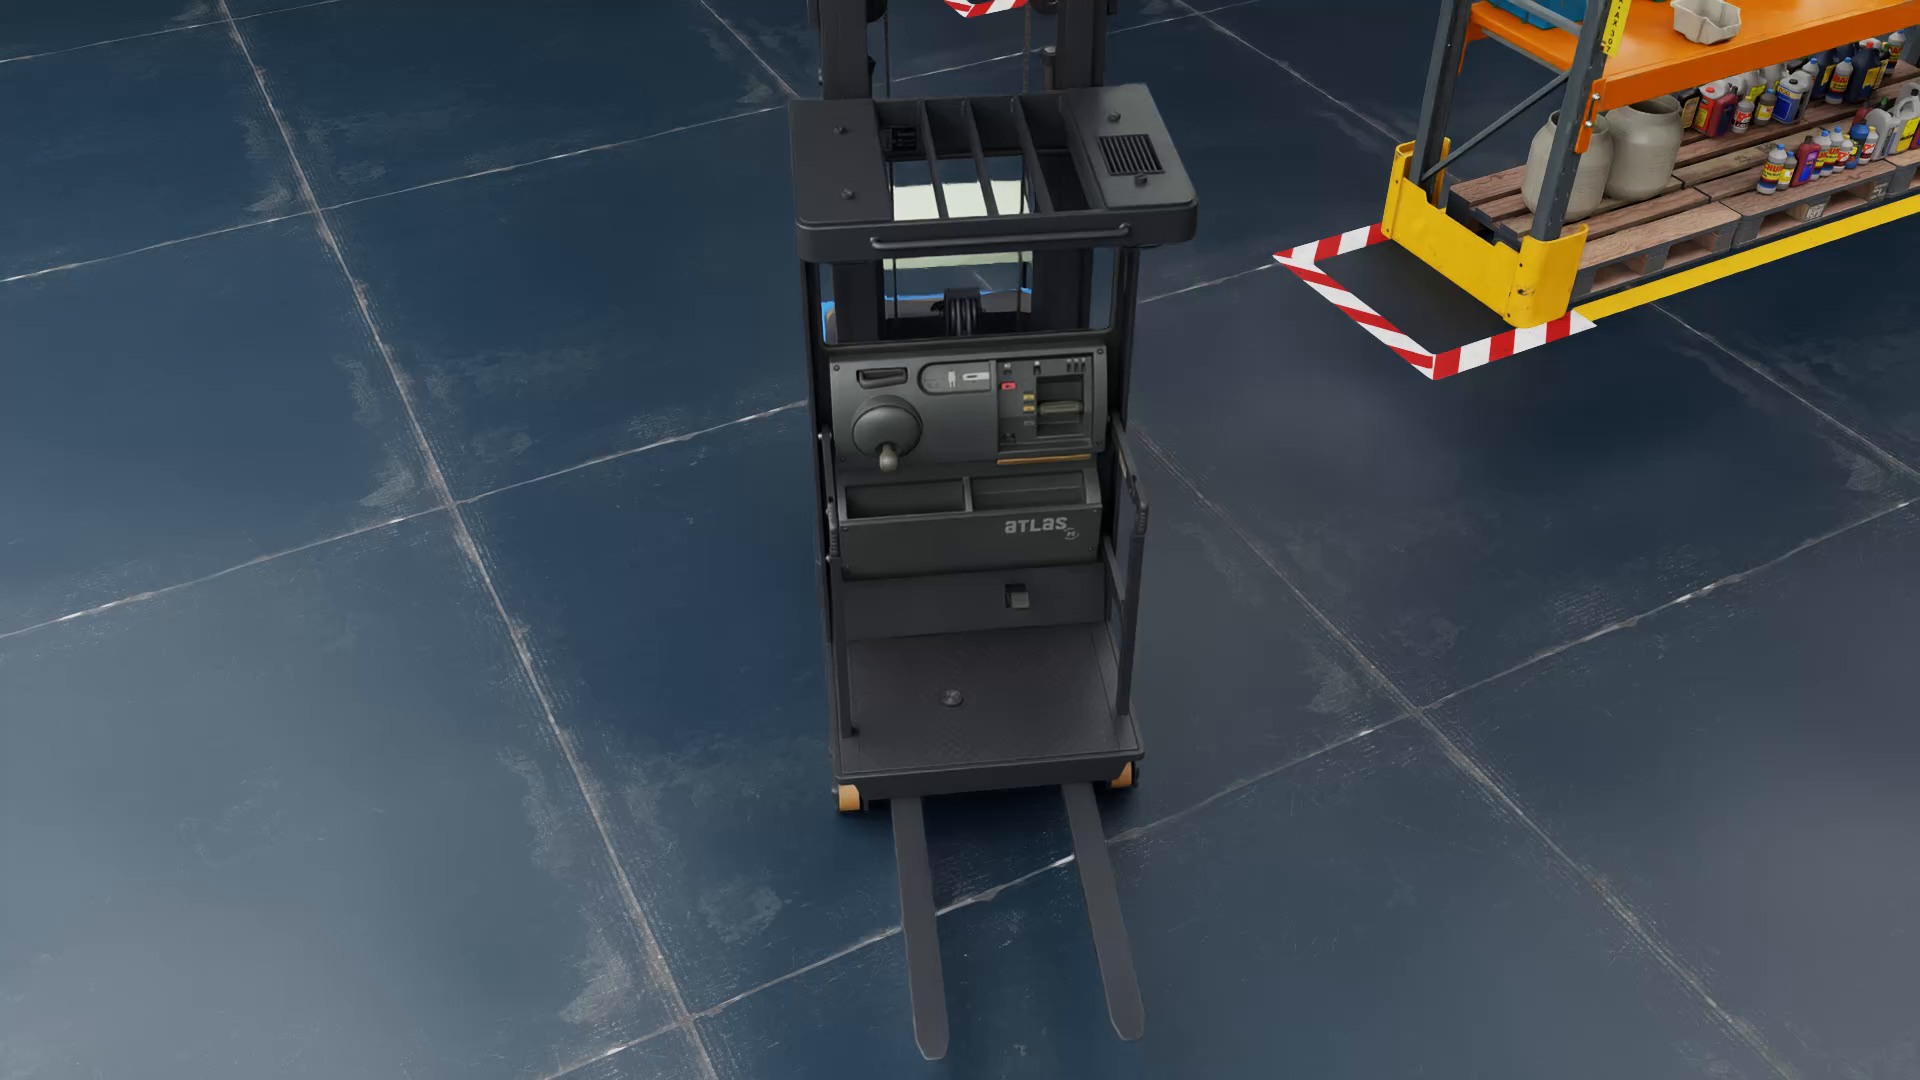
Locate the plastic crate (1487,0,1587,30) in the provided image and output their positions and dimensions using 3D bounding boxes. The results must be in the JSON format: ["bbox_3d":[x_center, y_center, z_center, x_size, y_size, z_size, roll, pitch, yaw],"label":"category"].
[{"bbox_3d":[3.010,-2.815,8.369,0.616,0.251,0.499,-19,44,-21],"label":"plastic crate"}]

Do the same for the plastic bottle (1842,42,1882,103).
[{"bbox_3d":[5.411,-2.816,9.964,0.185,0.351,0.144,-19,44,-21],"label":"plastic bottle"}]

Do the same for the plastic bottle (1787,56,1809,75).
[{"bbox_3d":[5.011,-2.791,9.987,0.133,0.283,0.061,-17,43,-19],"label":"plastic bottle"}]

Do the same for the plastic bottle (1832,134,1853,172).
[{"bbox_3d":[4.937,-2.175,9.323,0.097,0.201,0.097,0,40,0],"label":"plastic bottle"}]

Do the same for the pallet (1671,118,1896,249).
[{"bbox_3d":[4.553,-2.137,9.611,1.213,0.211,1.003,-19,44,-21],"label":"pallet"}]

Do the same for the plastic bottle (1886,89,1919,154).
[{"bbox_3d":[5.357,-2.390,9.462,0.185,0.351,0.144,-19,44,-21],"label":"plastic bottle"}]

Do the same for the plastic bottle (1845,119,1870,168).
[{"bbox_3d":[5.028,-2.232,9.337,0.097,0.271,0.097,0,40,0],"label":"plastic bottle"}]

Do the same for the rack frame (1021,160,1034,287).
[{"bbox_3d":[0.299,-0.983,7.250,0.023,1.500,0.400,-4,40,-5],"label":"rack frame"}]

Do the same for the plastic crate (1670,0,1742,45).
[{"bbox_3d":[3.646,-2.533,8.125,0.250,0.136,0.298,-19,44,-21],"label":"plastic crate"}]

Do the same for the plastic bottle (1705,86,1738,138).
[{"bbox_3d":[4.416,-2.480,9.620,0.133,0.283,0.061,-19,44,-21],"label":"plastic bottle"}]

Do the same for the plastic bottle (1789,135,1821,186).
[{"bbox_3d":[4.665,-2.101,9.173,0.133,0.283,0.061,-18,43,-20],"label":"plastic bottle"}]

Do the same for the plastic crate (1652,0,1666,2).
[{"bbox_3d":[3.588,-3.005,8.594,0.408,0.251,0.499,-19,44,-21],"label":"plastic crate"}]

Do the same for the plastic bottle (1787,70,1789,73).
[{"bbox_3d":[4.915,-2.714,9.960,0.097,0.201,0.097,0,40,0],"label":"plastic bottle"}]

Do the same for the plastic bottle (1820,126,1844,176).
[{"bbox_3d":[4.849,-2.172,9.265,0.097,0.271,0.097,0,40,0],"label":"plastic bottle"}]

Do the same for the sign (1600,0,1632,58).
[{"bbox_3d":[2.954,-2.340,7.478,0.005,0.325,0.100,-19,44,-21],"label":"sign"}]

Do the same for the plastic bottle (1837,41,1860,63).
[{"bbox_3d":[5.344,-2.898,10.062,0.185,0.351,0.144,-17,43,-20],"label":"plastic bottle"}]

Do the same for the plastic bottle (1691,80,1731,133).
[{"bbox_3d":[4.367,-2.538,9.694,0.135,0.276,0.152,-18,44,-20],"label":"plastic bottle"}]

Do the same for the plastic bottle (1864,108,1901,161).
[{"bbox_3d":[5.211,-2.316,9.431,0.135,0.276,0.152,-18,43,-20],"label":"plastic bottle"}]

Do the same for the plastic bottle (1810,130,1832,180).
[{"bbox_3d":[4.760,-2.142,9.230,0.097,0.271,0.097,0,40,0],"label":"plastic bottle"}]

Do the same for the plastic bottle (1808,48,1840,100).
[{"bbox_3d":[5.177,-2.842,9.995,0.185,0.351,0.144,-20,44,-22],"label":"plastic bottle"}]

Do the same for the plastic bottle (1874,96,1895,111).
[{"bbox_3d":[5.287,-2.416,9.544,0.133,0.283,0.061,-19,44,-21],"label":"plastic bottle"}]

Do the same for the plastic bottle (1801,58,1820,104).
[{"bbox_3d":[5.063,-2.746,9.944,0.097,0.271,0.097,0,40,0],"label":"plastic bottle"}]

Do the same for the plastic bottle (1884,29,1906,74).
[{"bbox_3d":[5.767,-3.027,10.276,0.097,0.271,0.097,0,40,0],"label":"plastic bottle"}]

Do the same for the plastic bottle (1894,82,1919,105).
[{"bbox_3d":[5.553,-2.536,9.691,0.135,0.276,0.152,-19,44,-21],"label":"plastic bottle"}]

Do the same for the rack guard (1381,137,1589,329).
[{"bbox_3d":[2.750,-1.646,8.808,0.348,0.500,1.175,-19,44,-21],"label":"rack guard"}]

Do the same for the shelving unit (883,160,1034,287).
[{"bbox_3d":[-0.065,-0.956,7.219,0.755,1.500,0.431,-4,40,-5],"label":"shelving unit"}]

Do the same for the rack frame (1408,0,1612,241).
[{"bbox_3d":[2.704,-2.551,7.942,0.127,3.000,1.000,-19,44,-21],"label":"rack frame"}]

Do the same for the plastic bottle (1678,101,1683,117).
[{"bbox_3d":[4.130,-2.450,9.648,0.097,0.201,0.097,0,40,0],"label":"plastic bottle"}]

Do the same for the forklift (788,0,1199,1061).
[{"bbox_3d":[0.059,-0.367,5.415,1.130,2.935,3.031,-4,40,-5],"label":"forklift"}]

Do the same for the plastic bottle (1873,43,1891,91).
[{"bbox_3d":[5.542,-2.859,10.067,0.133,0.283,0.061,-19,44,-21],"label":"plastic bottle"}]

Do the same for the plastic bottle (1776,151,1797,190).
[{"bbox_3d":[4.548,-2.044,9.168,0.097,0.201,0.097,0,40,0],"label":"plastic bottle"}]

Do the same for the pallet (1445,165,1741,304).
[{"bbox_3d":[3.473,-1.775,9.184,1.213,0.211,1.003,-19,44,-21],"label":"pallet"}]

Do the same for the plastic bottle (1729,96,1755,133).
[{"bbox_3d":[4.564,-2.485,9.689,0.097,0.201,0.097,0,40,0],"label":"plastic bottle"}]

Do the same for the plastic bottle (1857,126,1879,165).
[{"bbox_3d":[5.119,-2.236,9.395,0.097,0.201,0.097,0,40,0],"label":"plastic bottle"}]

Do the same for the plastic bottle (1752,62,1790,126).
[{"bbox_3d":[4.779,-2.673,9.796,0.284,0.351,0.242,-19,44,-21],"label":"plastic bottle"}]

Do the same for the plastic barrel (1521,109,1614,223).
[{"bbox_3d":[3.252,-2.002,8.894,0.421,0.512,0.421,0,40,0],"label":"plastic barrel"}]

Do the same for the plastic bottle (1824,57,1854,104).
[{"bbox_3d":[5.271,-2.755,9.955,0.097,0.271,0.097,0,40,0],"label":"plastic bottle"}]

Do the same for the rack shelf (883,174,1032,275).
[{"bbox_3d":[-0.065,-1.254,6.967,0.720,0.370,0.431,-4,40,-5],"label":"rack shelf"}]

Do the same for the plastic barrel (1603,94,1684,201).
[{"bbox_3d":[3.697,-2.151,9.070,0.421,0.512,0.421,0,40,0],"label":"plastic barrel"}]

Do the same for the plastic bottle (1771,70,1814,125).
[{"bbox_3d":[4.890,-2.609,9.778,0.135,0.276,0.152,-19,44,-21],"label":"plastic bottle"}]

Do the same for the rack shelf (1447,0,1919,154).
[{"bbox_3d":[4.478,-2.873,8.879,4.000,0.370,1.077,-19,44,-21],"label":"rack shelf"}]

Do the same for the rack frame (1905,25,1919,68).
[{"bbox_3d":[6.252,-3.744,9.352,0.127,3.000,1.000,-19,44,-21],"label":"rack frame"}]

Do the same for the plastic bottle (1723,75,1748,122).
[{"bbox_3d":[4.490,-2.579,9.743,0.135,0.276,0.152,-20,44,-22],"label":"plastic bottle"}]

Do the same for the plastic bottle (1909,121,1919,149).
[{"bbox_3d":[5.518,-2.388,9.512,0.133,0.283,0.061,-16,43,-18],"label":"plastic bottle"}]

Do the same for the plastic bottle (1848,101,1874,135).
[{"bbox_3d":[5.161,-2.379,9.501,0.133,0.283,0.061,-19,44,-21],"label":"plastic bottle"}]

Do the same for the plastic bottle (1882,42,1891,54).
[{"bbox_3d":[5.676,-2.970,10.262,0.097,0.201,0.097,0,40,0],"label":"plastic bottle"}]

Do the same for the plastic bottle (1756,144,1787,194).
[{"bbox_3d":[4.456,-2.040,9.109,0.097,0.271,0.097,0,40,0],"label":"plastic bottle"}]
